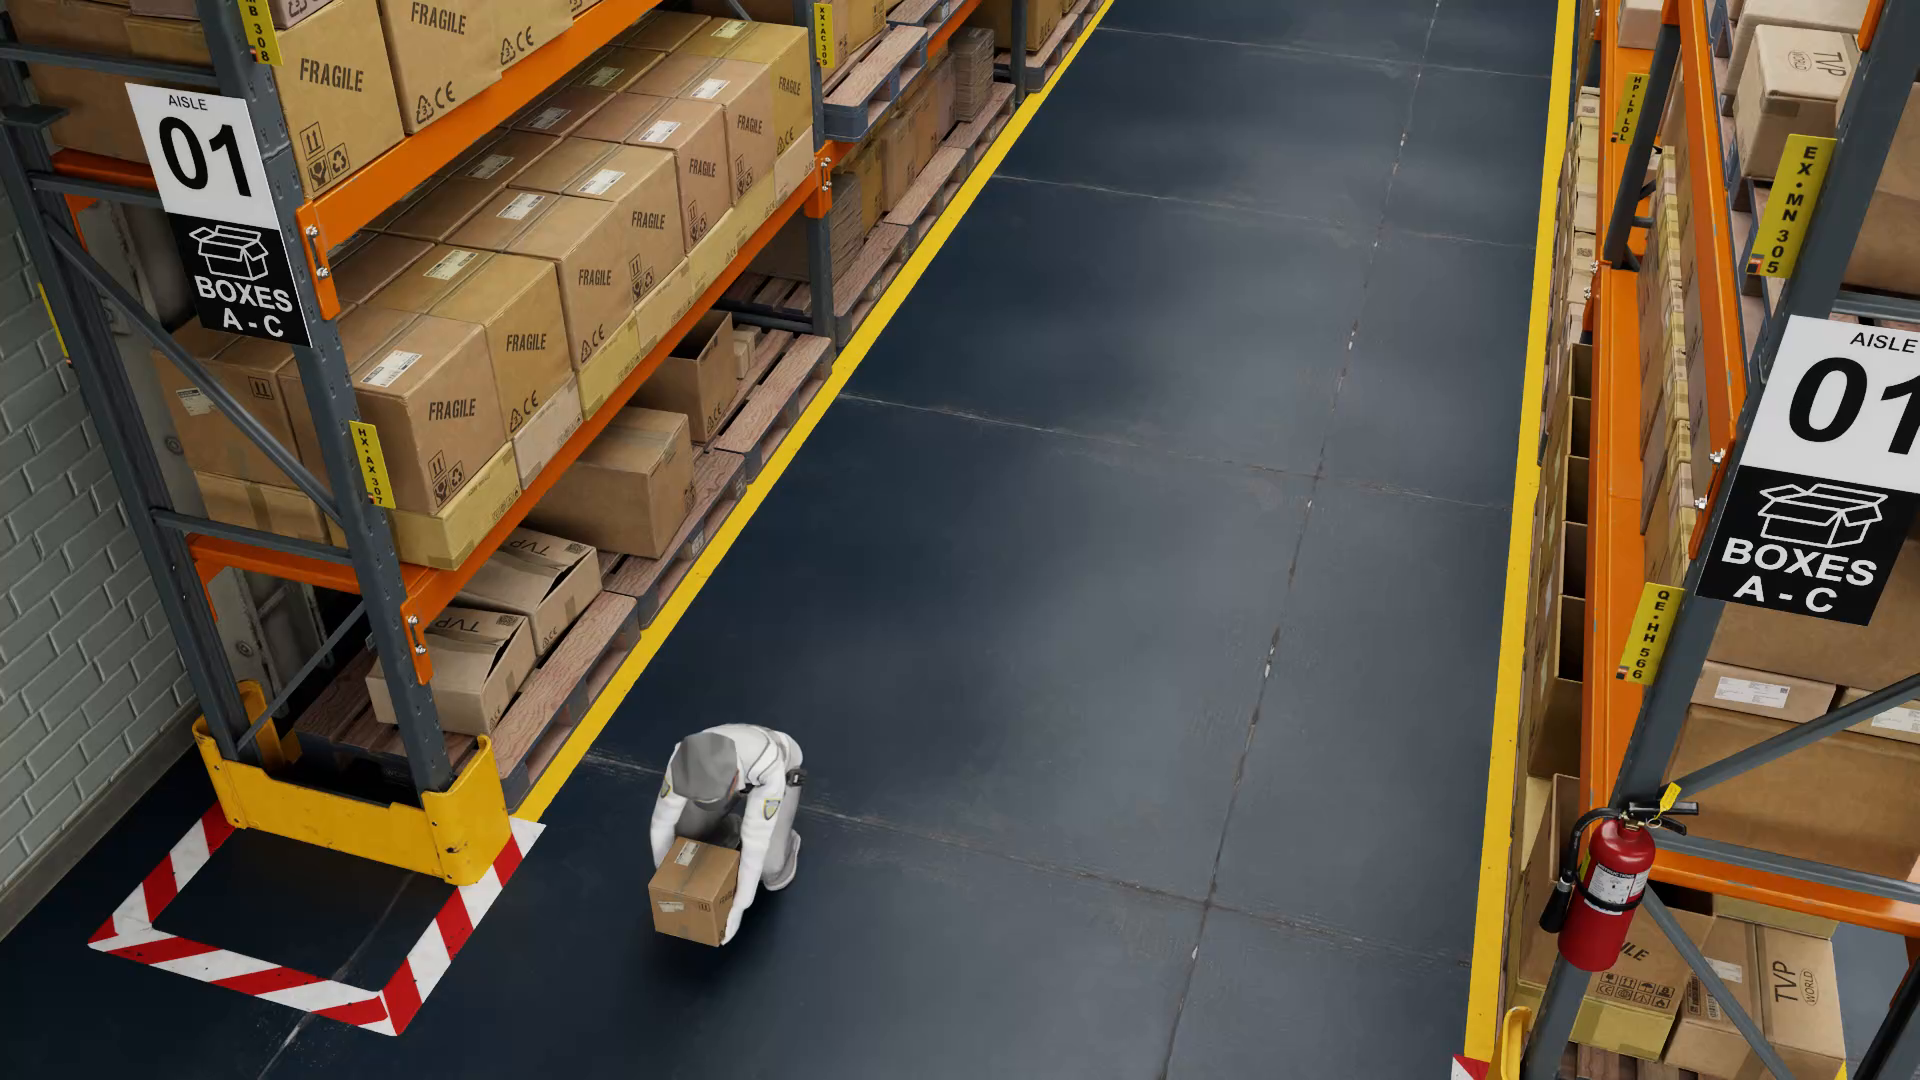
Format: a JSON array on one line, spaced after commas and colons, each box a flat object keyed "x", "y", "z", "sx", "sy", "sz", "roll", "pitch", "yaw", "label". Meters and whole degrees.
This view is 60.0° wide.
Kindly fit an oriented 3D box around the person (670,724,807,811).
[{"x": -0.841, "y": 0.824, "z": 6.123, "sx": 0.402, "sy": 0.631, "sz": 0.761, "roll": 11, "pitch": 39, "yaw": 13, "label": "person"}]
